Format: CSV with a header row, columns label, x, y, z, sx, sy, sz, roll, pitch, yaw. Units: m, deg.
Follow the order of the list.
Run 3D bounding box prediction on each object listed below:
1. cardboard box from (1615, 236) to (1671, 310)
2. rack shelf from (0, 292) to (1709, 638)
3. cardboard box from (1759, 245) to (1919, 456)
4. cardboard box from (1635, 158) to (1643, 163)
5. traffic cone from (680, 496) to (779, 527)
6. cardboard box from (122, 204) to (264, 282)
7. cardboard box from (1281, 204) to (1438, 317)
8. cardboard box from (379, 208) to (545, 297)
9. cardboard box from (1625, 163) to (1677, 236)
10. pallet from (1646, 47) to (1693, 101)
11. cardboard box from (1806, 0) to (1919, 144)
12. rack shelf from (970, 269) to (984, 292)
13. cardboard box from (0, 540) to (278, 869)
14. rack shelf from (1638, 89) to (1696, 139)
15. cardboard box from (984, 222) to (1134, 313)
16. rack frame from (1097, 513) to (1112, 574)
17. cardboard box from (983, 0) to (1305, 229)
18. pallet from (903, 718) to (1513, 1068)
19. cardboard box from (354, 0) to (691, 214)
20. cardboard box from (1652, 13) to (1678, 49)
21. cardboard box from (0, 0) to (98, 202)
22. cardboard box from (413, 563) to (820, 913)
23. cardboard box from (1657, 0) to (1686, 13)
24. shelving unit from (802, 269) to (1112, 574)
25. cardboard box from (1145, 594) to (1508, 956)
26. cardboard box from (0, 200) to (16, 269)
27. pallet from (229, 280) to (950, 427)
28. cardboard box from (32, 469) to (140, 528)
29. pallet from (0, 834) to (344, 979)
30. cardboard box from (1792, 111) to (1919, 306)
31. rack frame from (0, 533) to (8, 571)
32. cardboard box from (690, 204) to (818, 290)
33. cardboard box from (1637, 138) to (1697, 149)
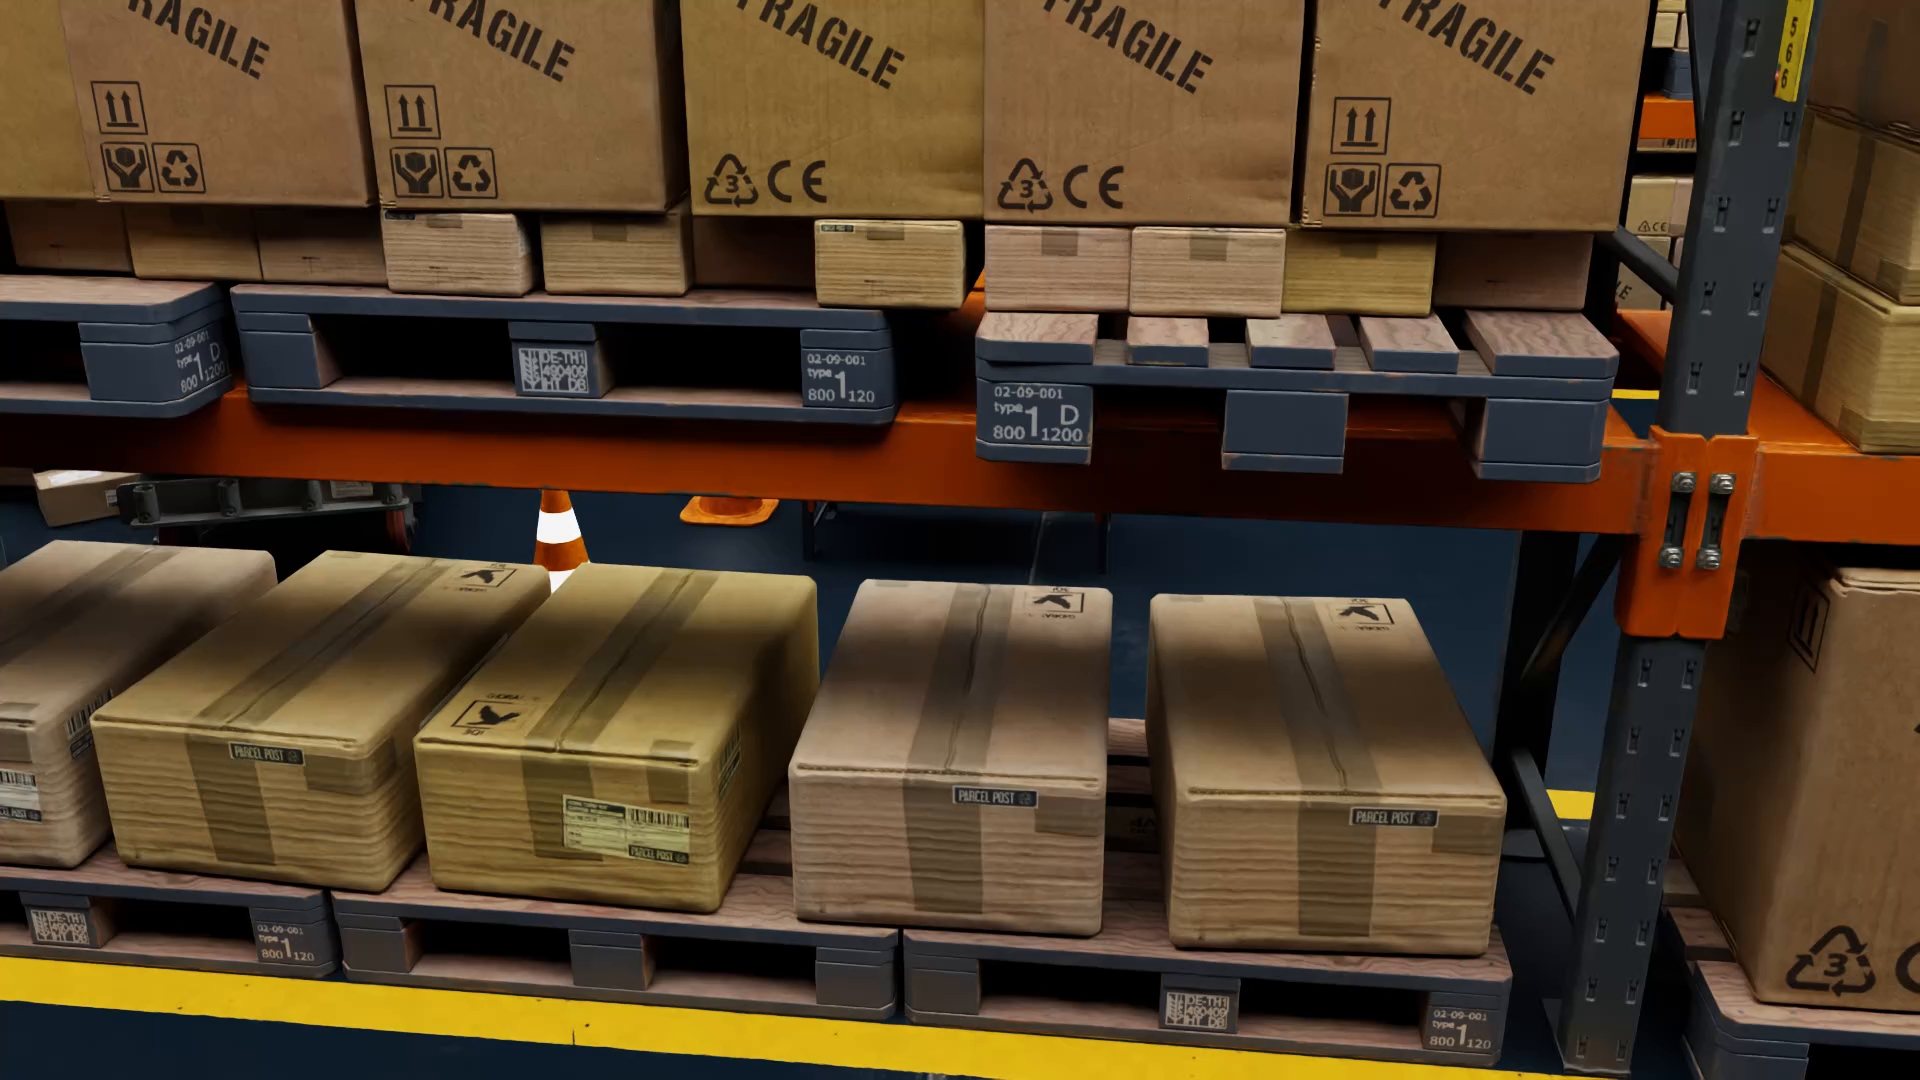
label,x,y,z,sx,sy,sz,roll,pitch,yaw
cardboard box,2.965,-1.222,7.780,0.500,0.500,0.500,3,22,7
rack shelf,-0.675,-0.274,3.531,4.000,0.370,1.077,2,22,6
cardboard box,1.767,-0.339,2.922,0.500,0.250,0.500,2,22,5
cardboard box,3.006,-1.763,8.129,0.500,0.250,0.500,3,22,7
traffic cone,-0.859,-0.325,6.133,0.334,0.463,0.336,2,22,6
cardboard box,-1.362,-0.609,3.172,0.250,0.149,0.380,3,22,7
cardboard box,0.683,-0.514,2.930,0.250,0.149,0.380,3,22,7
cardboard box,-0.858,-0.568,3.066,0.250,0.149,0.380,3,22,8
cardboard box,2.953,-1.575,7.653,0.500,0.250,0.500,2,22,6
pallet,3.764,-2.174,7.619,1.213,0.211,1.003,2,22,6
cardboard box,1.772,-0.923,2.698,0.500,0.500,0.500,2,22,5
rack shelf,0.007,-0.795,5.625,1.000,0.278,0.538,2,22,6
cardboard box,-2.140,0.354,3.969,0.625,0.372,0.950,3,22,7
rack shelf,3.779,-1.912,7.676,4.000,0.370,1.077,2,22,6
cardboard box,0.179,-0.522,2.951,0.250,0.149,0.380,1,22,4
rack frame,0.512,-0.501,5.677,0.032,1.125,0.500,2,22,6
cardboard box,0.312,-0.839,2.869,0.500,0.500,0.500,2,22,5
pallet,0.535,0.740,3.780,1.213,0.211,1.003,2,22,6
cardboard box,-0.731,-0.884,2.984,0.500,0.500,0.500,2,22,4
cardboard box,3.016,-2.285,7.409,0.250,0.149,0.380,3,22,9
cardboard box,-1.732,-0.929,3.097,0.500,0.500,0.500,3,22,6
cardboard box,-0.735,0.413,3.819,0.625,0.372,0.950,3,22,8
cardboard box,3.035,-2.424,7.357,0.250,0.149,0.380,3,22,7
shelving unit,0.007,-0.523,5.732,1.048,1.125,0.538,2,22,6
cardboard box,0.751,0.477,3.657,0.625,0.372,0.950,1,22,3
cardboard box,-1.903,-0.620,3.199,0.250,0.149,0.380,3,22,7
pallet,-0.660,-0.503,3.394,1.213,0.211,1.003,2,22,6
cardboard box,-3.218,-0.242,6.192,0.396,0.266,0.258,-14,25,-31
pallet,-1.888,0.635,4.047,1.213,0.211,1.003,2,22,6
cardboard box,1.785,-0.573,2.832,0.500,0.250,0.500,2,22,6
rack frame,-2.661,-0.695,3.618,0.127,3.000,1.000,2,22,6
cardboard box,-0.331,-0.586,3.112,0.250,0.149,0.380,3,22,7
cardboard box,4.924,-3.233,12.356,0.875,0.875,1.225,2,22,4
